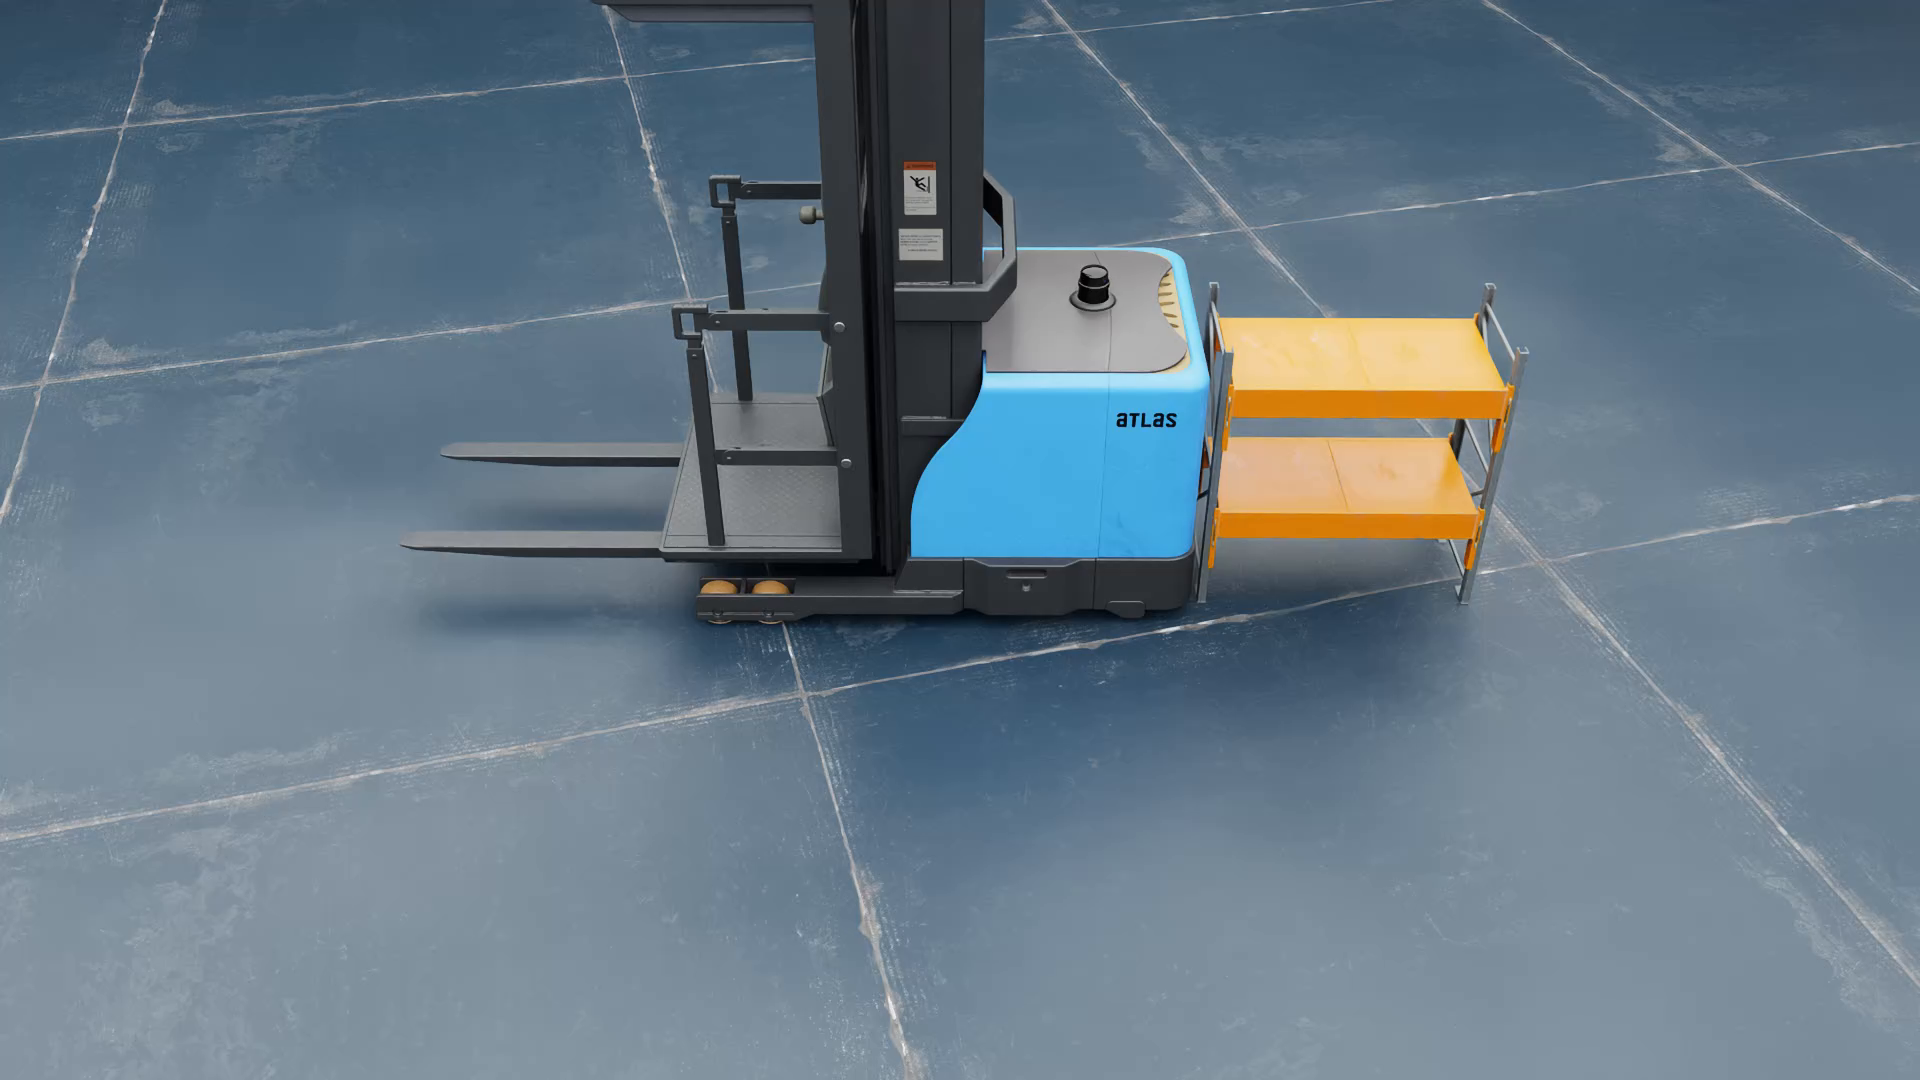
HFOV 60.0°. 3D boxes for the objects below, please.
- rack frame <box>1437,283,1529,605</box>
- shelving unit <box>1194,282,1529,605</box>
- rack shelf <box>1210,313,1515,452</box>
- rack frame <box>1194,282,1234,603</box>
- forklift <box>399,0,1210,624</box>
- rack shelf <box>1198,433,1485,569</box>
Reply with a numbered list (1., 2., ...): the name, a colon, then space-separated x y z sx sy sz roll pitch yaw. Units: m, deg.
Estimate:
1. rack frame: 1.952 -0.349 6.280 0.032 1.125 0.500 0 37 0
2. shelving unit: 1.444 -0.351 6.284 1.048 1.125 0.538 0 37 0
3. rack shelf: 1.444 -0.584 6.106 1.000 0.278 0.538 0 37 0
4. rack frame: 0.935 -0.354 6.287 0.032 1.125 0.500 0 37 0
5. forklift: -0.631 -1.166 5.862 3.031 2.935 1.130 0 37 0
6. rack shelf: 1.444 -0.157 6.432 1.000 0.278 0.538 0 37 0
